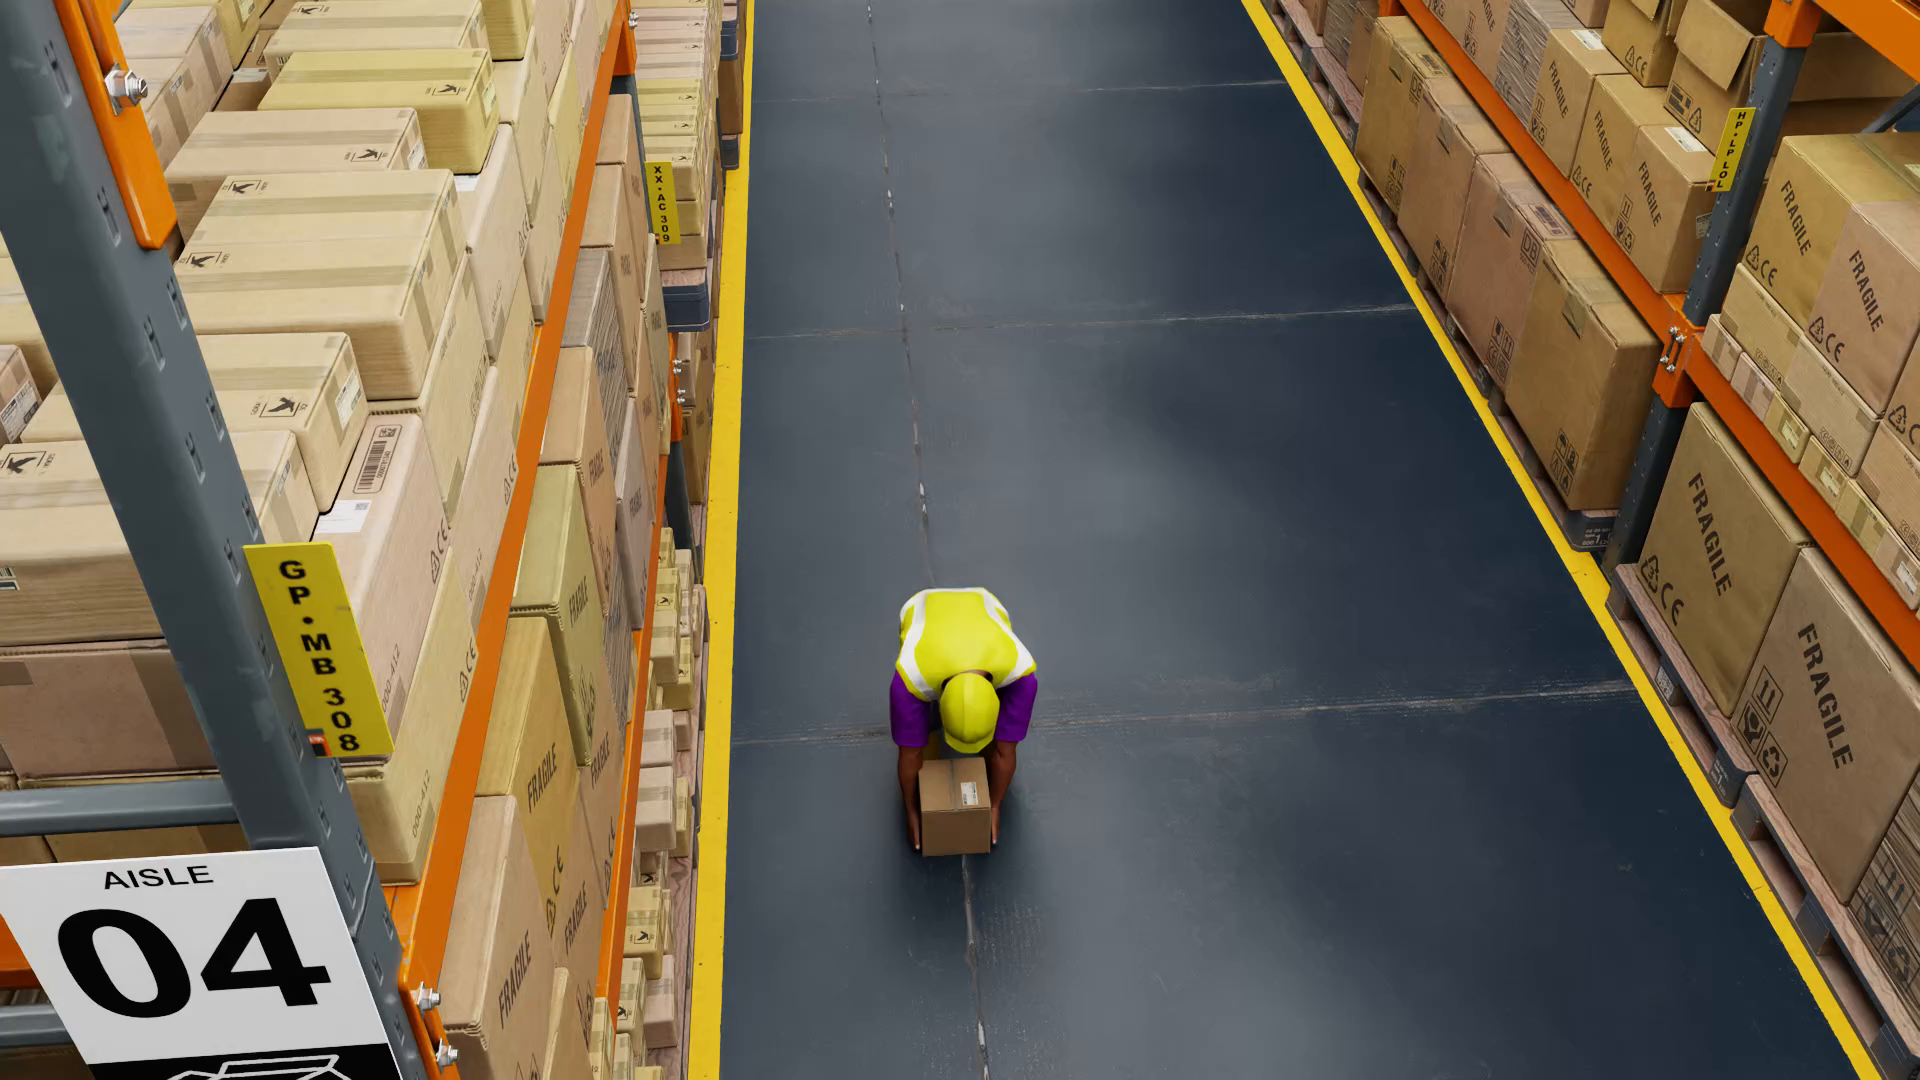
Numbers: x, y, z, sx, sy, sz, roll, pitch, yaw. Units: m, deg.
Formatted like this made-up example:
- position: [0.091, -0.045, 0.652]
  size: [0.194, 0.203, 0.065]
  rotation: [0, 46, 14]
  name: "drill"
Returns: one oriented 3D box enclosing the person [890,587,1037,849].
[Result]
- position: [0.015, 0.605, 6.216]
  size: [0.531, 0.874, 0.939]
  rotation: [0, 39, 1]
  name: "person"
